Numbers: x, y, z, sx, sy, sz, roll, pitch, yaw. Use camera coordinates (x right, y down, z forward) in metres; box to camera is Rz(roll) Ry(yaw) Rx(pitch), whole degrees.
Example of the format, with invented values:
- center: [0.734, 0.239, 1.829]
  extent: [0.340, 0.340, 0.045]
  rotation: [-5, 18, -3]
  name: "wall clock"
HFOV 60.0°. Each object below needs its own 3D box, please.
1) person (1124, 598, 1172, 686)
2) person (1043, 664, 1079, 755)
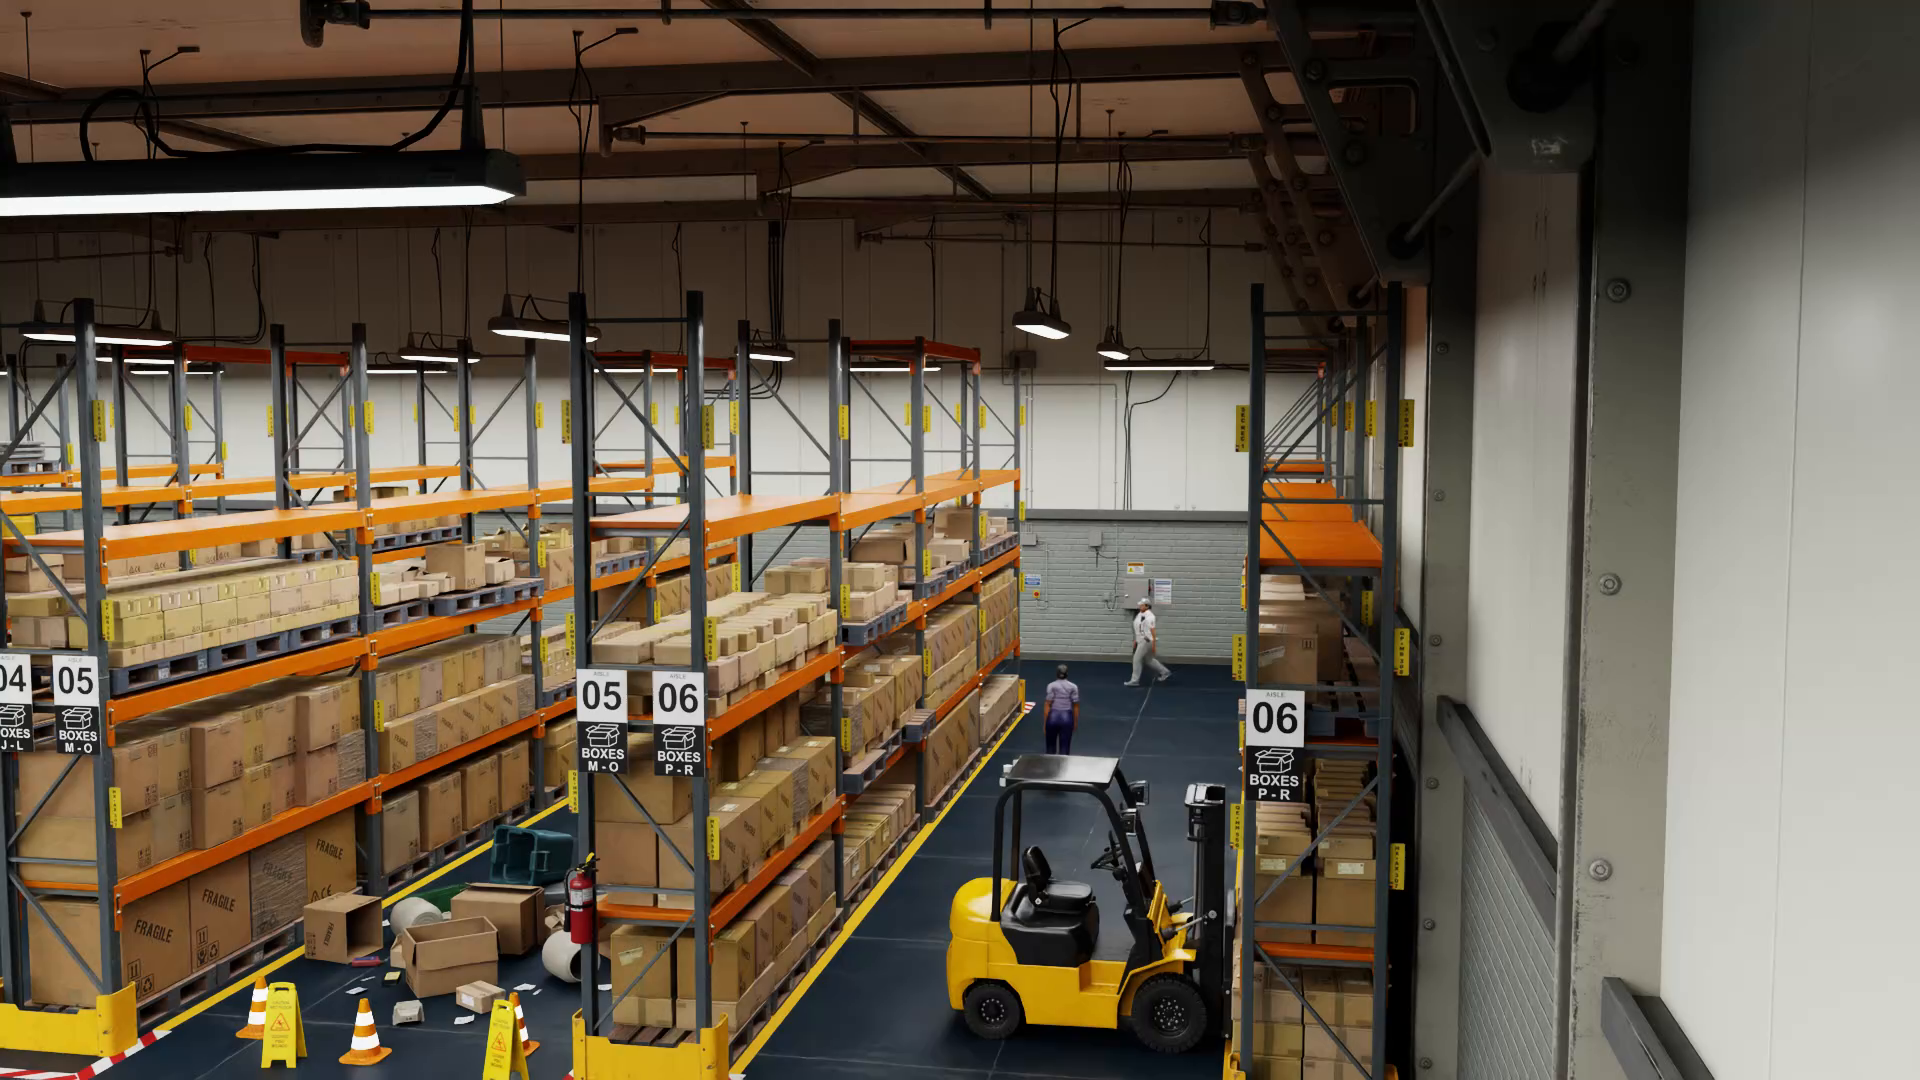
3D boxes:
- center: [3.471, 1.872, 30.735]
  extent: [0.946, 1.619, 0.503]
  rotation: [-1, 5, -7]
  name: "person"
- center: [1.383, 2.552, 22.782]
  extent: [0.501, 1.682, 0.606]
  rotation: [0, 5, 5]
  name: "person"
